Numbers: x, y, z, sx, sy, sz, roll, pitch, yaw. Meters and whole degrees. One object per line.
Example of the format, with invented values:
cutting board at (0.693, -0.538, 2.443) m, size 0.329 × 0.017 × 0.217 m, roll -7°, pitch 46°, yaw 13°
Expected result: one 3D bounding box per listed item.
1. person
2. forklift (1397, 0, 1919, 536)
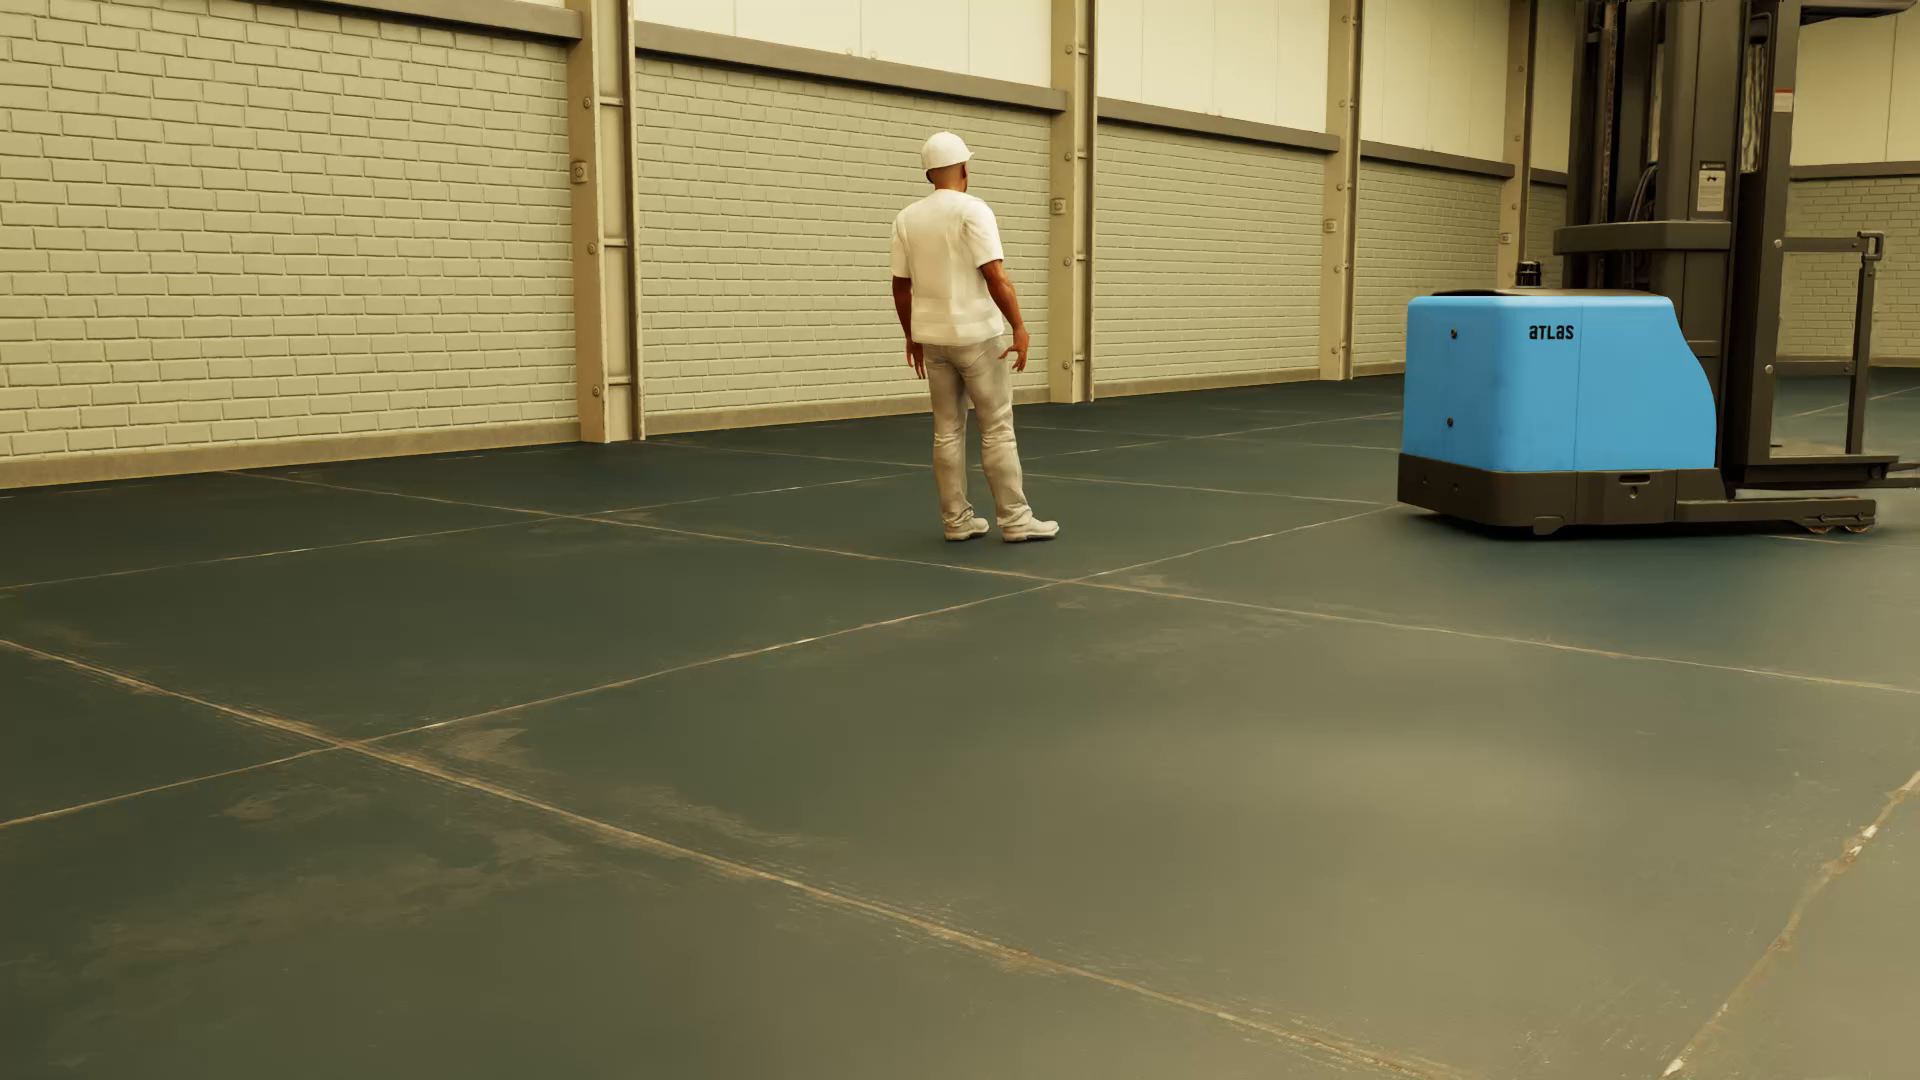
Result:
person at (0.048, -0.888, 7.327) m, size 0.666 × 1.768 × 0.575 m, roll 7°, pitch 11°, yaw 38°
forklift at (3.732, -1.550, 7.875) m, size 3.031 × 2.935 × 1.130 m, roll -2°, pitch 8°, yaw -11°
